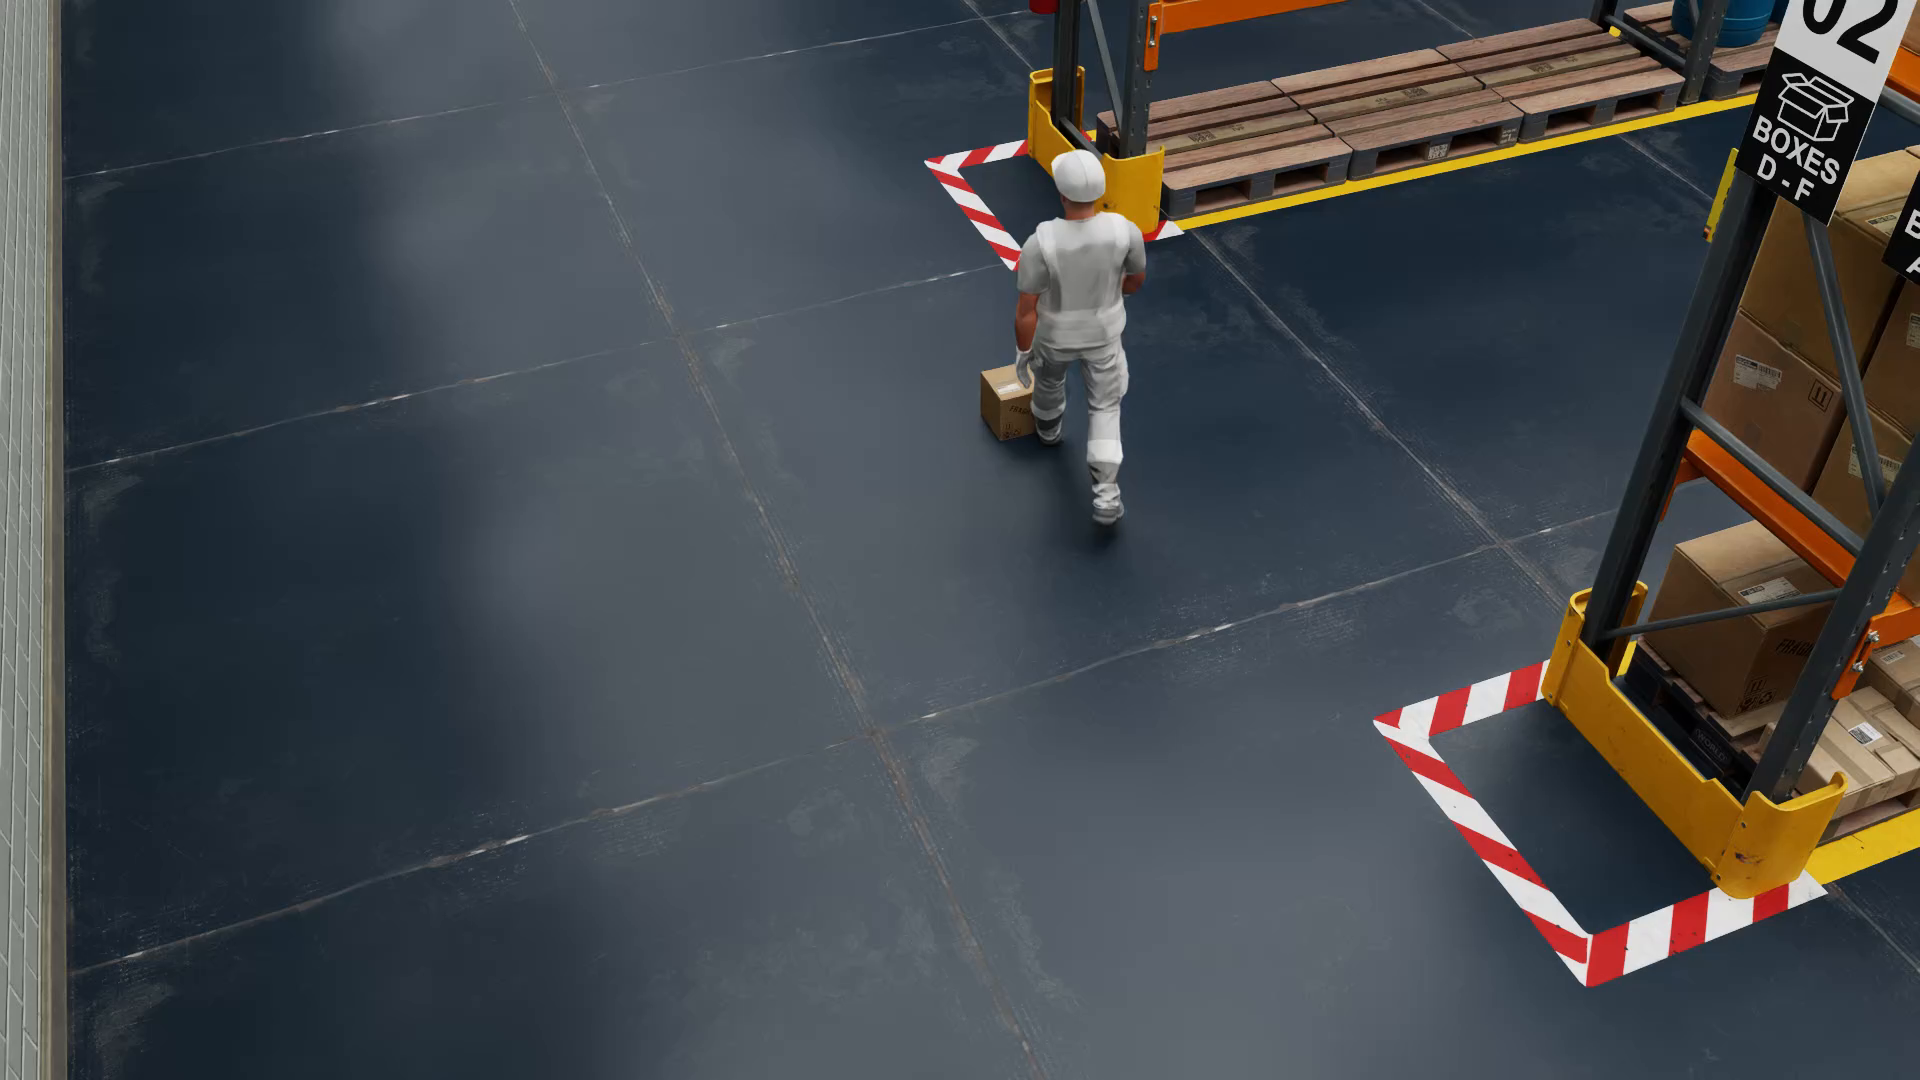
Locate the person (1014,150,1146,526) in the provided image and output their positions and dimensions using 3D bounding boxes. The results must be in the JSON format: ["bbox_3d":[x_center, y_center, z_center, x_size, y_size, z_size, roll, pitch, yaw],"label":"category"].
[{"bbox_3d":[0.507,-0.945,7.246,0.559,1.749,1.062,0,41,0],"label":"person"}]
